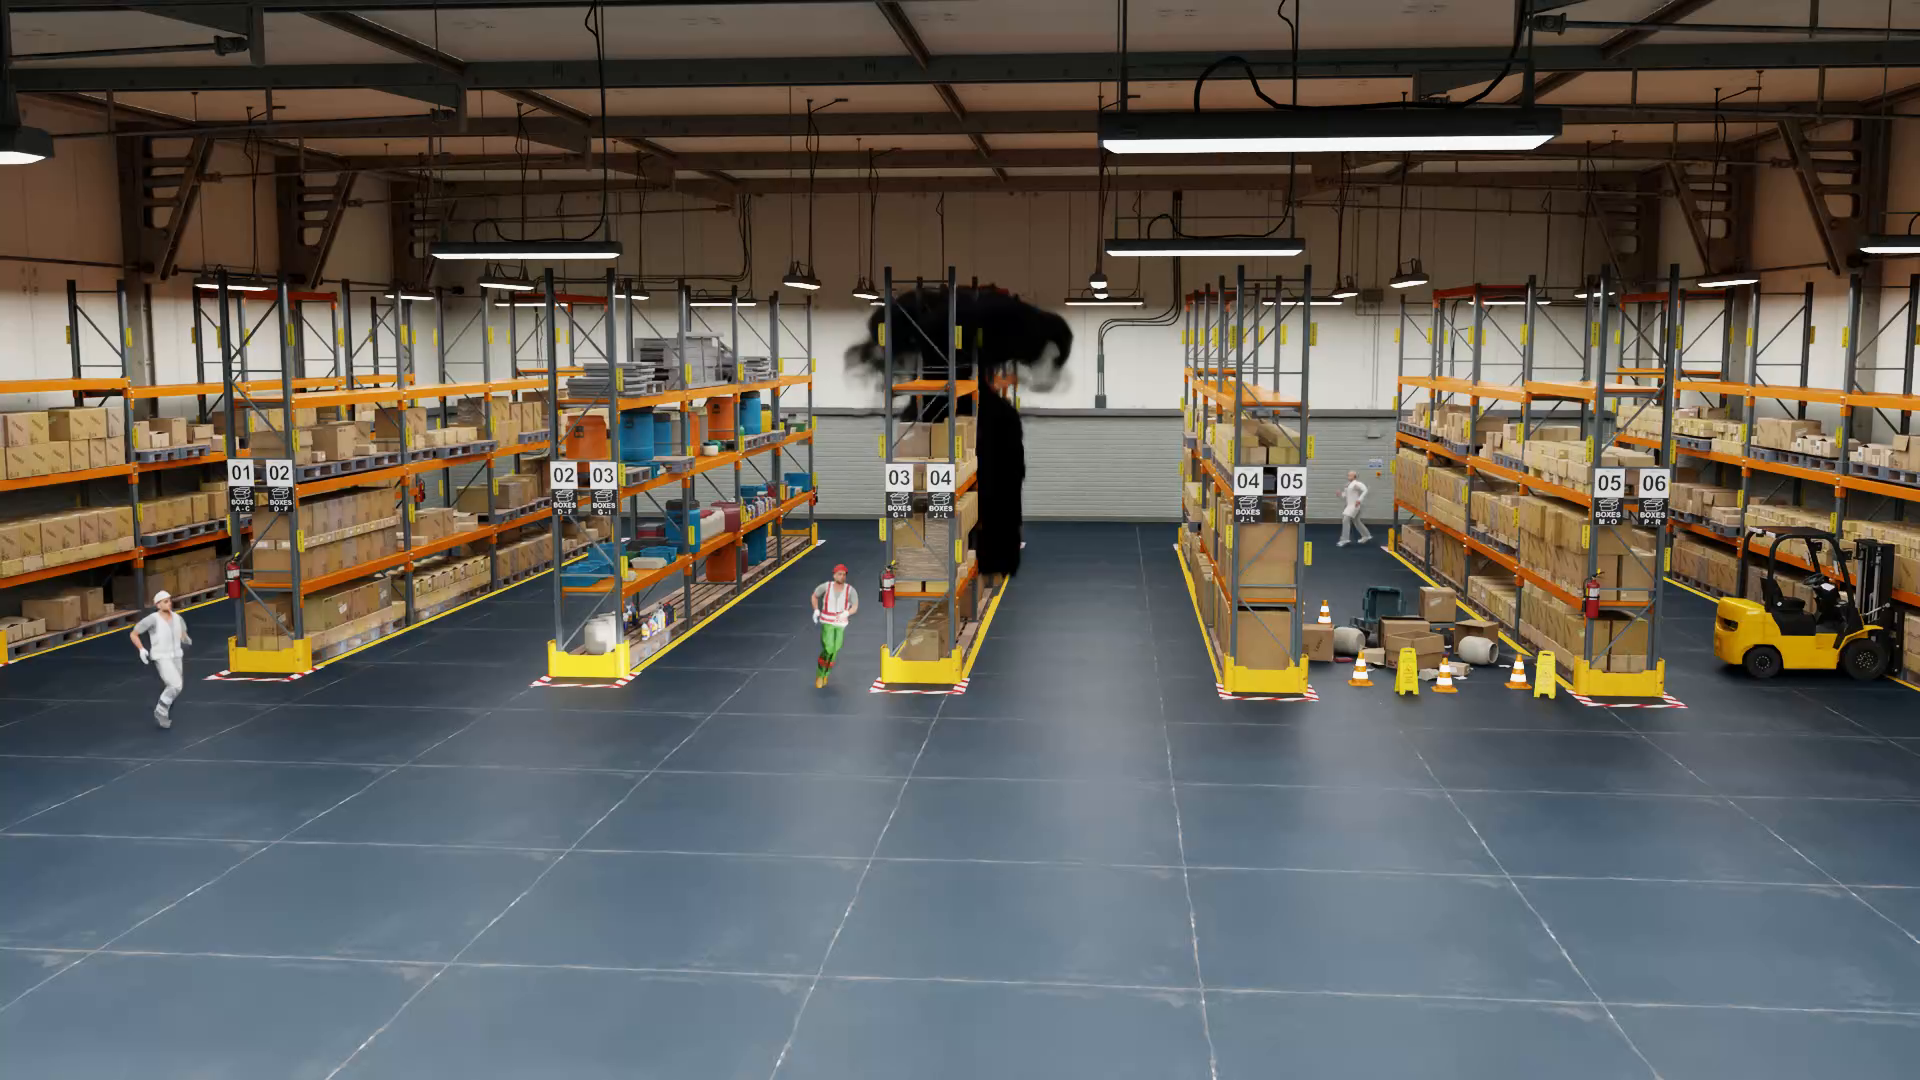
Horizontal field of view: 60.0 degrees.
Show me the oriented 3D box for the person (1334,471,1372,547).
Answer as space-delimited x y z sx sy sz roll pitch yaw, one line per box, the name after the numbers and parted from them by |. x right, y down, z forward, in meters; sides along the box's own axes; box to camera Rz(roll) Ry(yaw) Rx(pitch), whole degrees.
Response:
9.507 -0.758 40.133 0.951 1.824 0.647 0 7 1 | person

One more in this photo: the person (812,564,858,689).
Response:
-1.795 1.236 23.925 0.671 1.785 0.669 -2 7 -16 | person

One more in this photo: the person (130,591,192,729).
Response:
-10.132 1.533 21.299 0.677 1.764 0.640 3 8 22 | person
